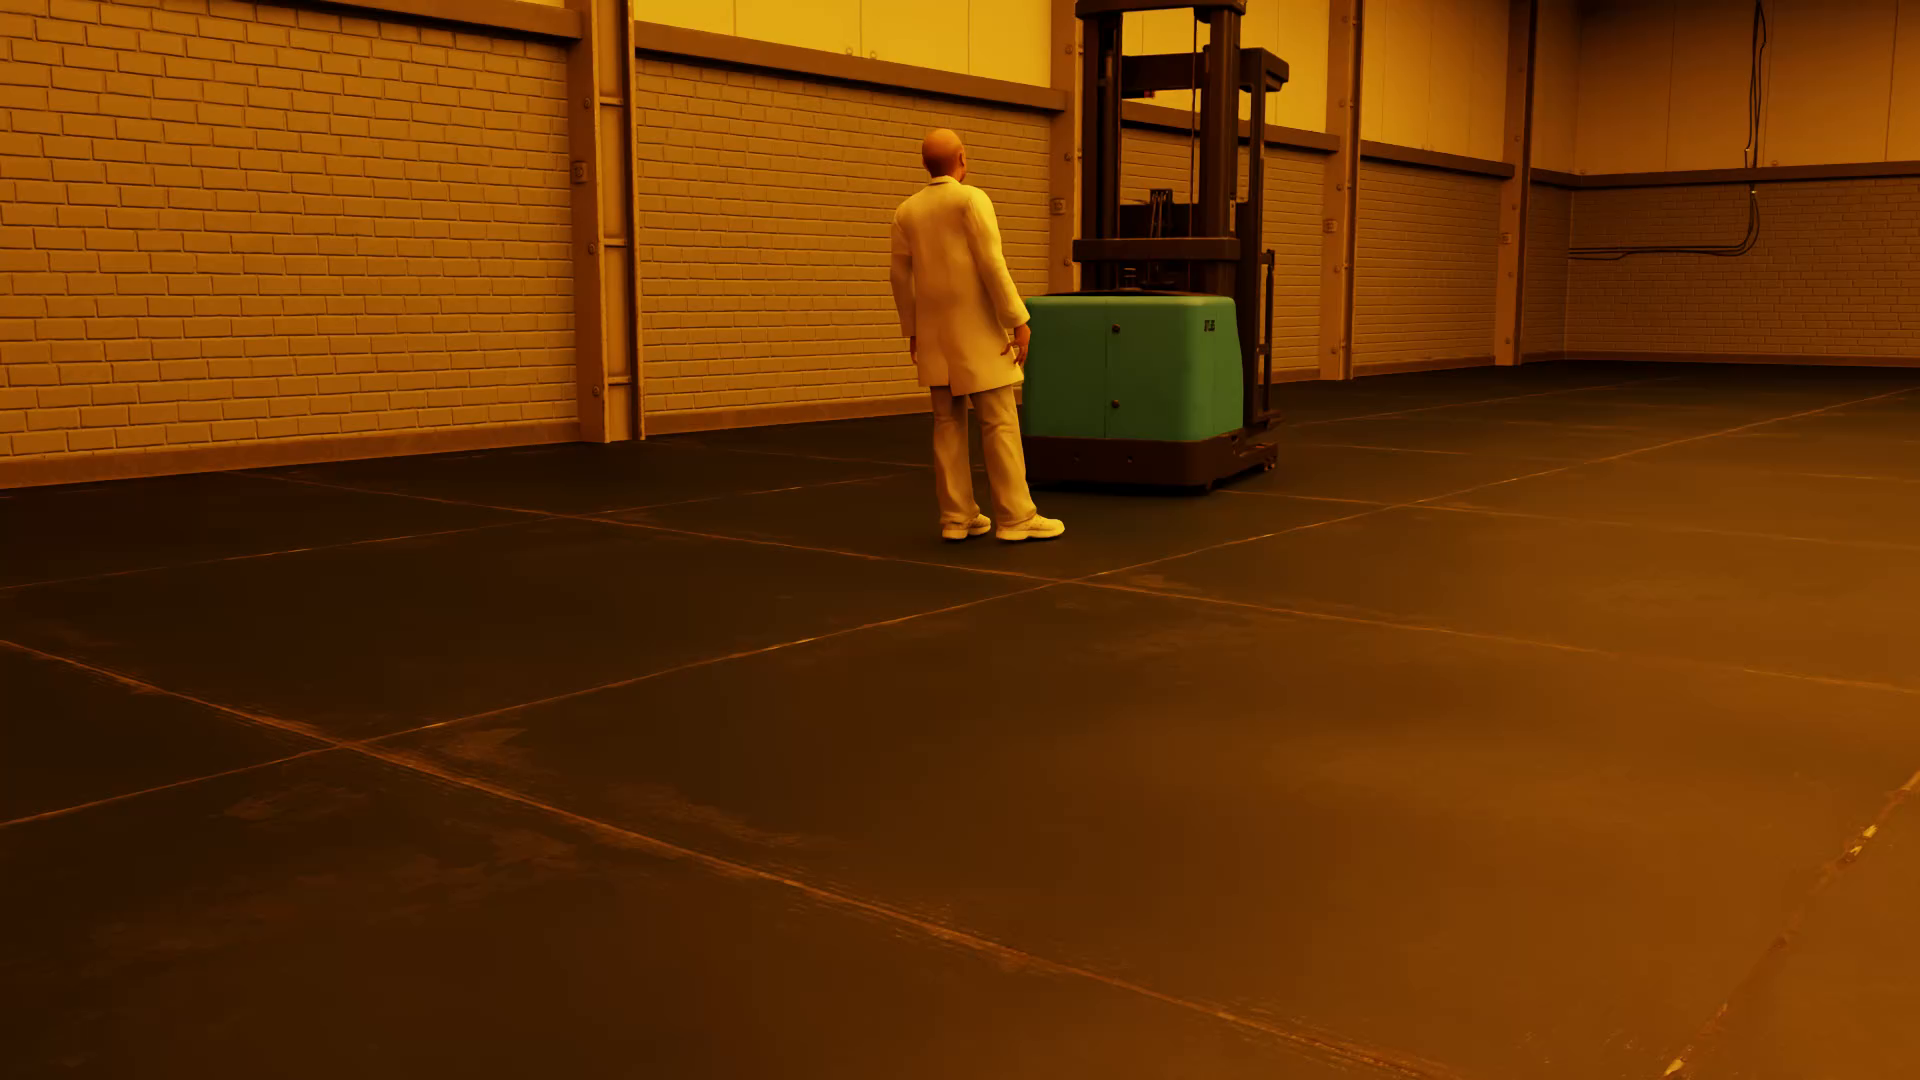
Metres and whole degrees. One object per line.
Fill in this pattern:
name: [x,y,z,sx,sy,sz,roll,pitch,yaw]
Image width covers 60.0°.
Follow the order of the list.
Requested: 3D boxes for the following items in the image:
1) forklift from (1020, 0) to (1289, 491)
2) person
forklift: [1.365,-1.892,10.213,1.130,2.935,3.031,3,9,22]
person: [0.061,-0.897,7.342,0.696,1.776,0.581,7,11,38]
